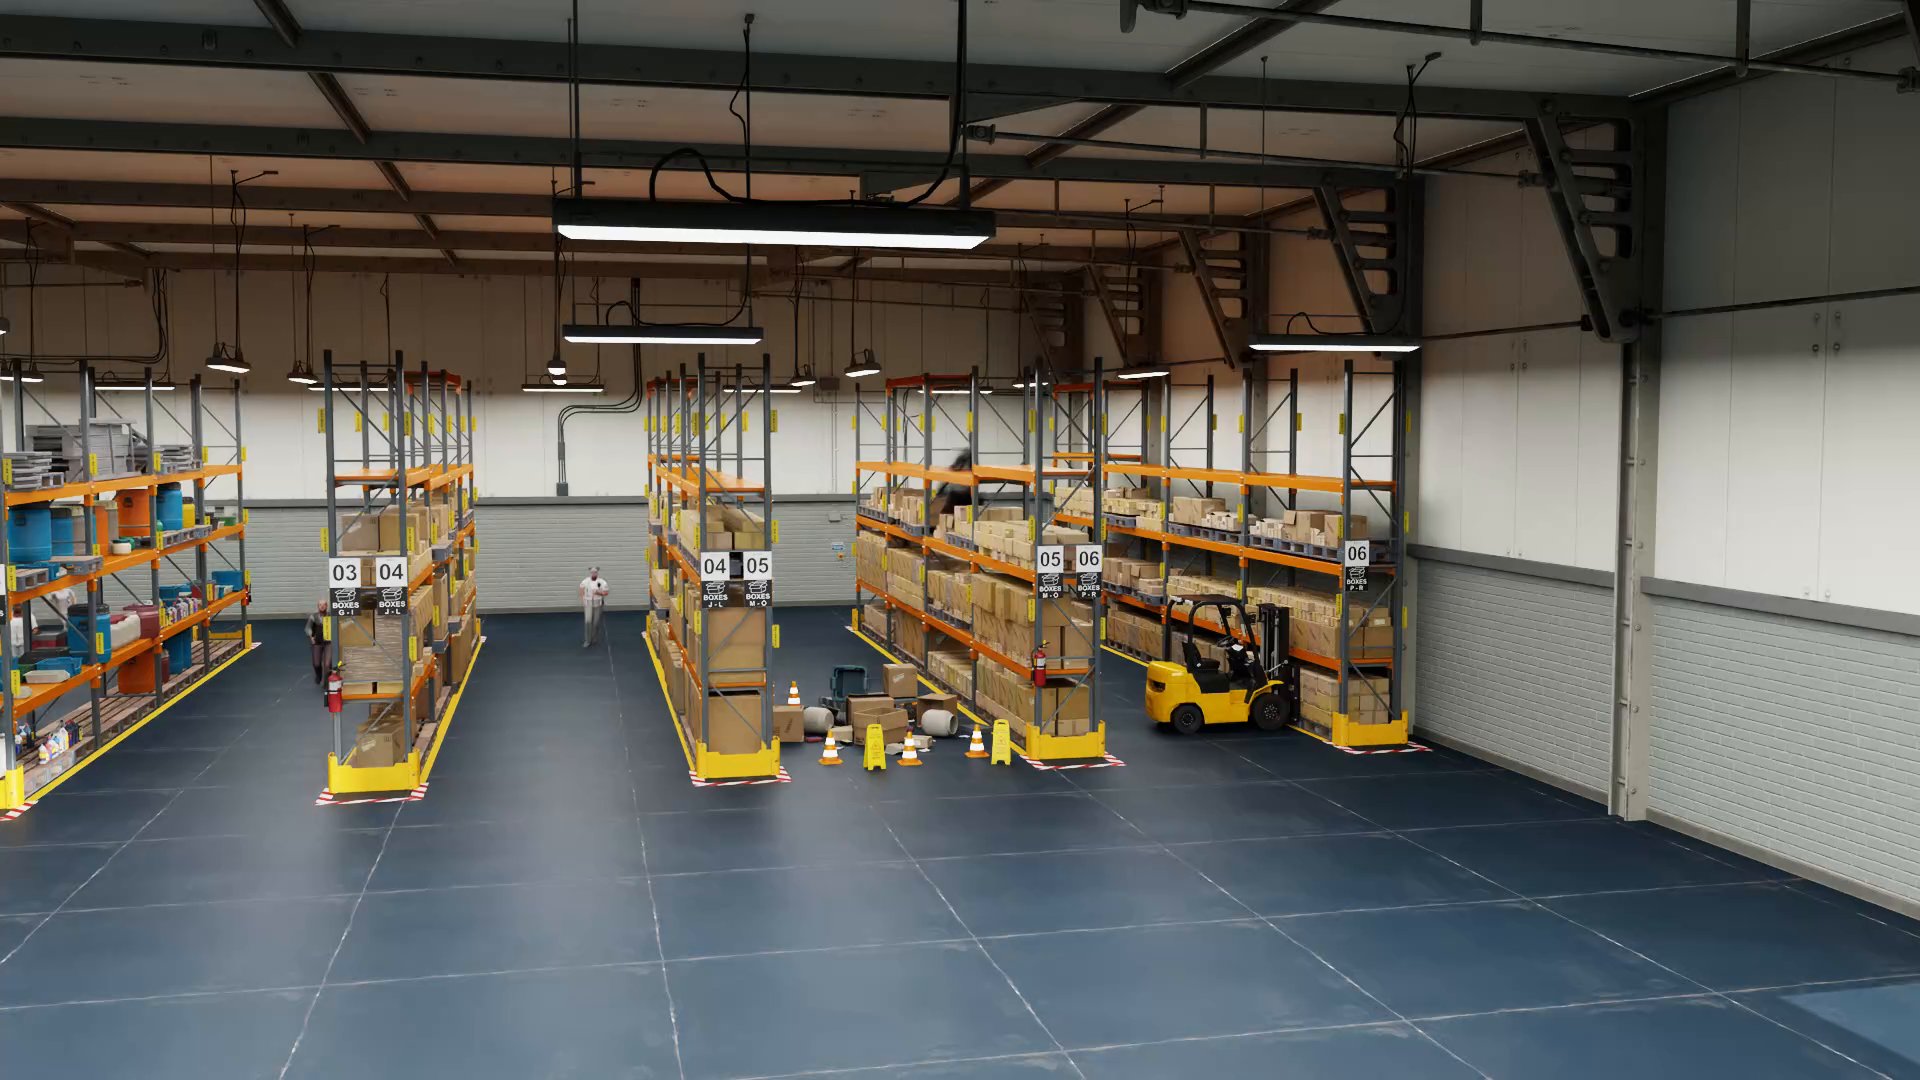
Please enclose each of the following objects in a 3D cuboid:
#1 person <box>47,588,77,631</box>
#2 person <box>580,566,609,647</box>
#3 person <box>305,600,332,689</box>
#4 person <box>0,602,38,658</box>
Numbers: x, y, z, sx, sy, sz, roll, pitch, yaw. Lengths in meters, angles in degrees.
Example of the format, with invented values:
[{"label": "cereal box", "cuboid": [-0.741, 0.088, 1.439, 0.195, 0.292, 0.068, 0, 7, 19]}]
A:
[{"label": "person", "cuboid": [-19.907, 1.626, 36.966, 0.550, 1.601, 0.573, 3, 5, 39]}, {"label": "person", "cuboid": [-8.292, 1.502, 37.698, 0.640, 1.847, 0.744, -1, 4, -12]}, {"label": "person", "cuboid": [-12.040, 1.976, 31.472, 0.657, 1.673, 0.607, -1, 4, -20]}, {"label": "person", "cuboid": [-17.745, 1.962, 31.312, 0.698, 1.720, 0.575, -2, 4, -27]}]
